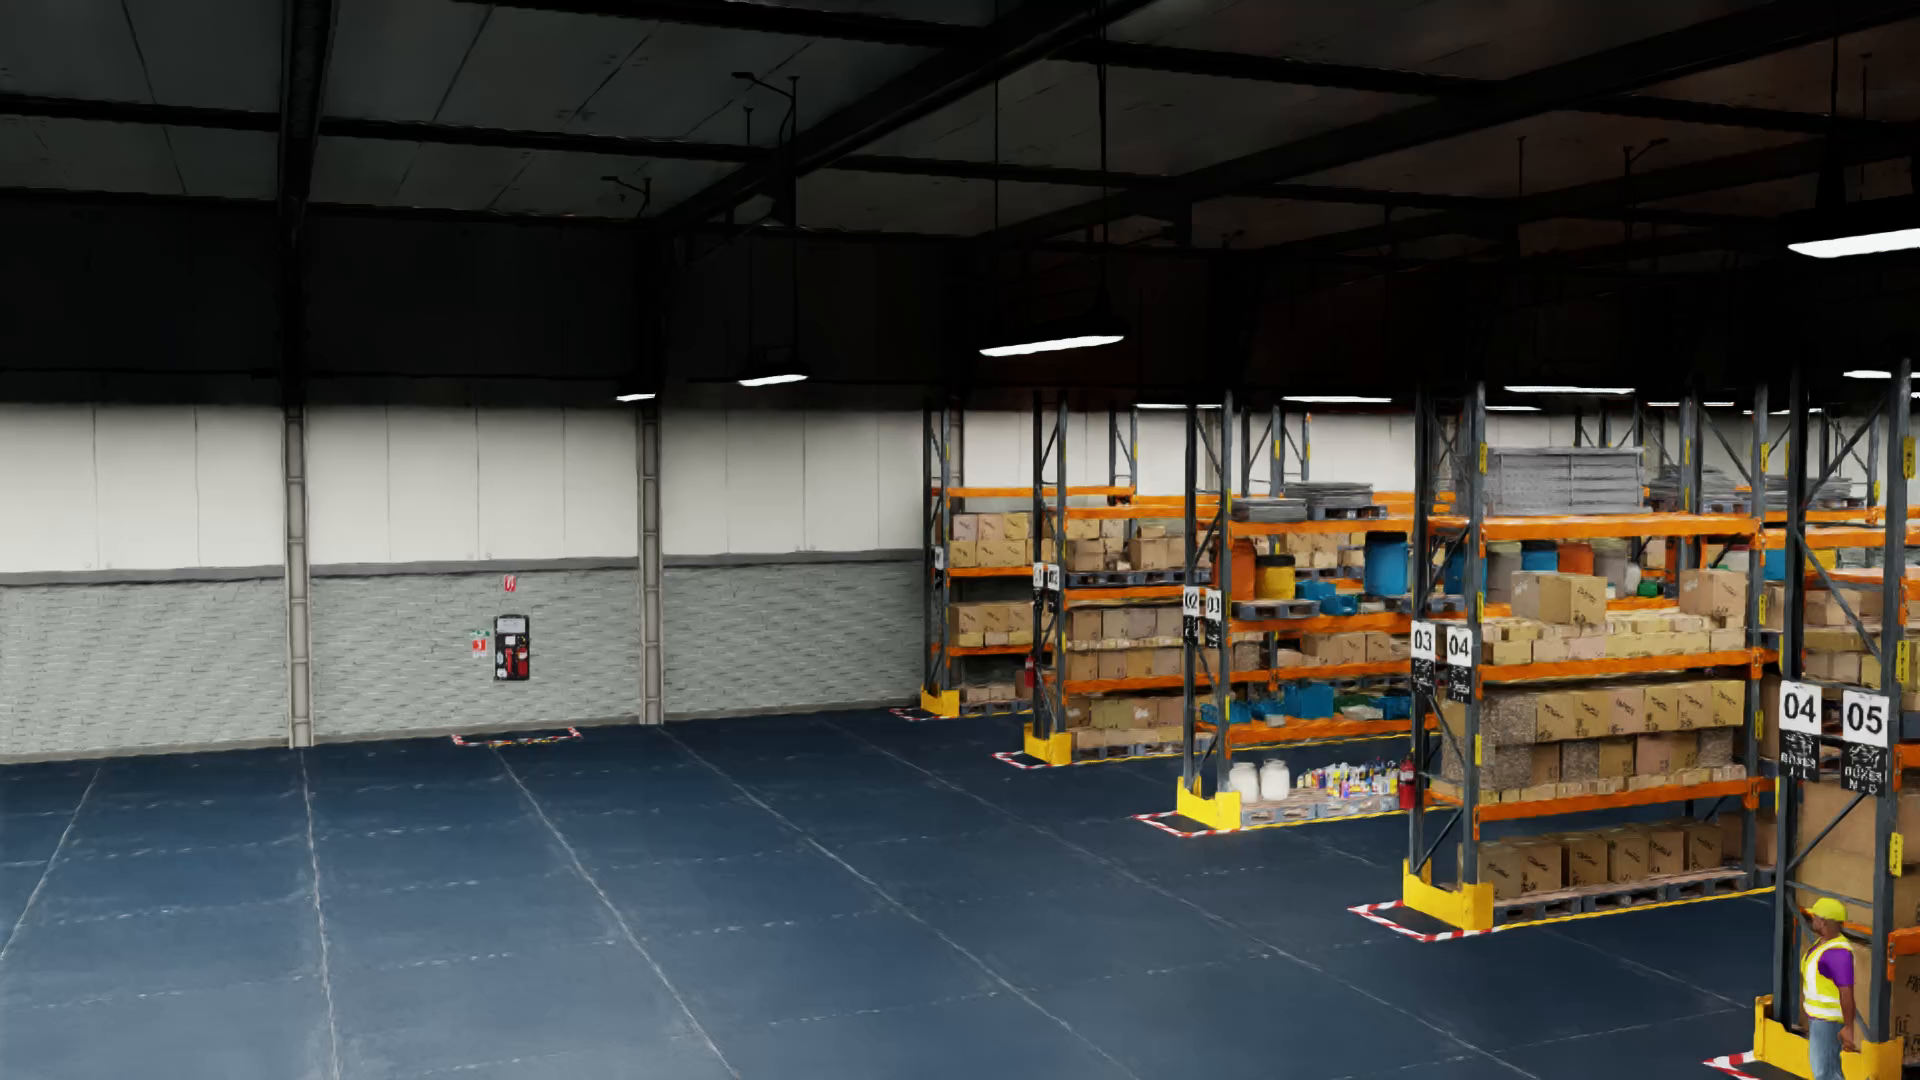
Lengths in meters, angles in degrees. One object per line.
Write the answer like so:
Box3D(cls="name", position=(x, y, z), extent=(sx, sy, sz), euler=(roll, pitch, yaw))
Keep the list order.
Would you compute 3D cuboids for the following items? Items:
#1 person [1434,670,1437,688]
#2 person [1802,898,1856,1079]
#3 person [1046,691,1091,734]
Box3D(cls="person", position=(9.284, 2.388, 32.789), extent=(0.426, 1.676, 0.498), euler=(3, 4, 39))
Box3D(cls="person", position=(6.514, 3.557, 12.362), extent=(0.453, 1.756, 0.675), euler=(1, 4, 22))
Box3D(cls="person", position=(1.927, 2.595, 29.398), extent=(1.106, 1.642, 0.546), euler=(-2, 4, -25))
